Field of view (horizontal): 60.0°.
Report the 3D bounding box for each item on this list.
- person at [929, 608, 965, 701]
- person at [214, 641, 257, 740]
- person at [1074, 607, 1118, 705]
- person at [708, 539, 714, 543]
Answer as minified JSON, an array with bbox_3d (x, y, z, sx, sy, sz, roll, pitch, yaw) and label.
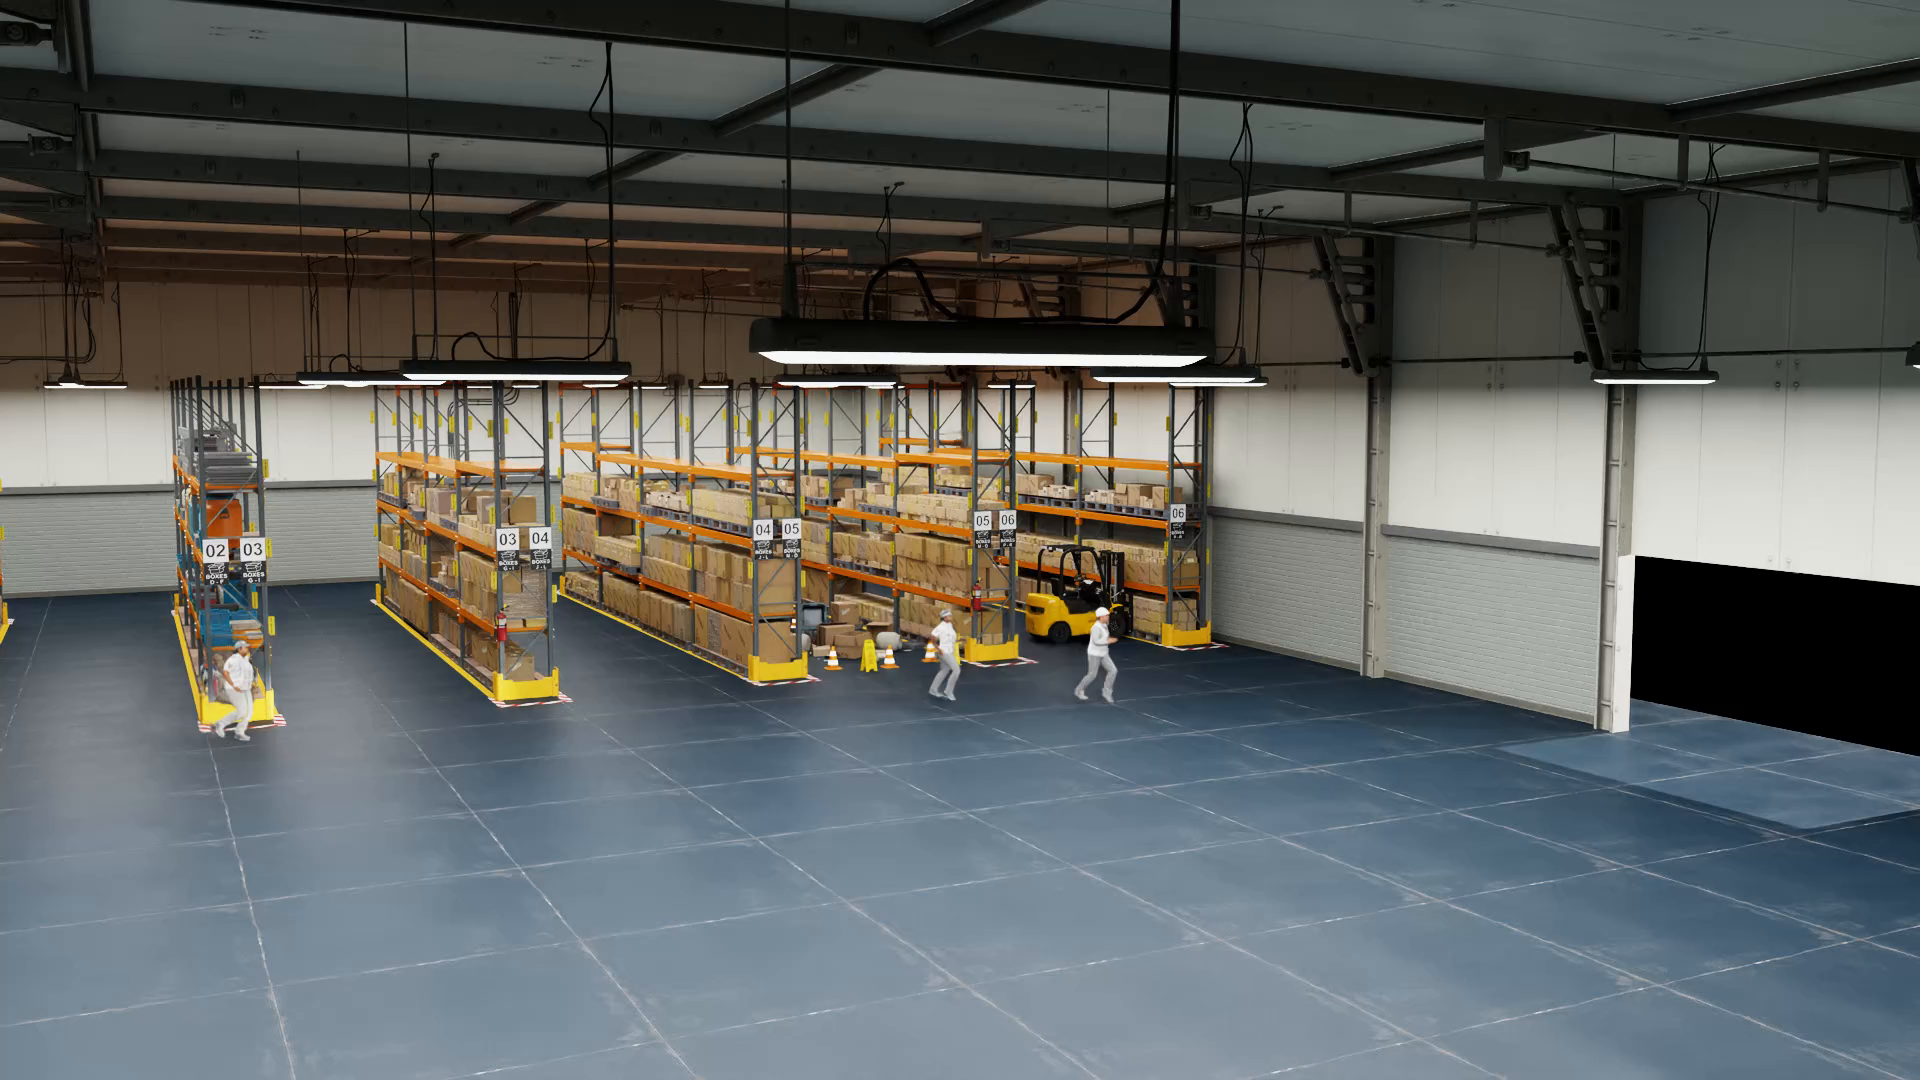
[{"bbox_3d":[-0.246,2.137,30.937,0.728,1.744,0.545,1,5,12],"label":"person"},{"bbox_3d":[-11.946,2.480,27.539,0.509,1.622,0.672,0,5,4],"label":"person"},{"bbox_3d":[2.510,2.132,30.570,0.849,1.813,0.678,2,6,25],"label":"person"},{"bbox_3d":[-6.746,0.854,45.050,0.658,1.754,0.941,-4,6,-36],"label":"person"}]
